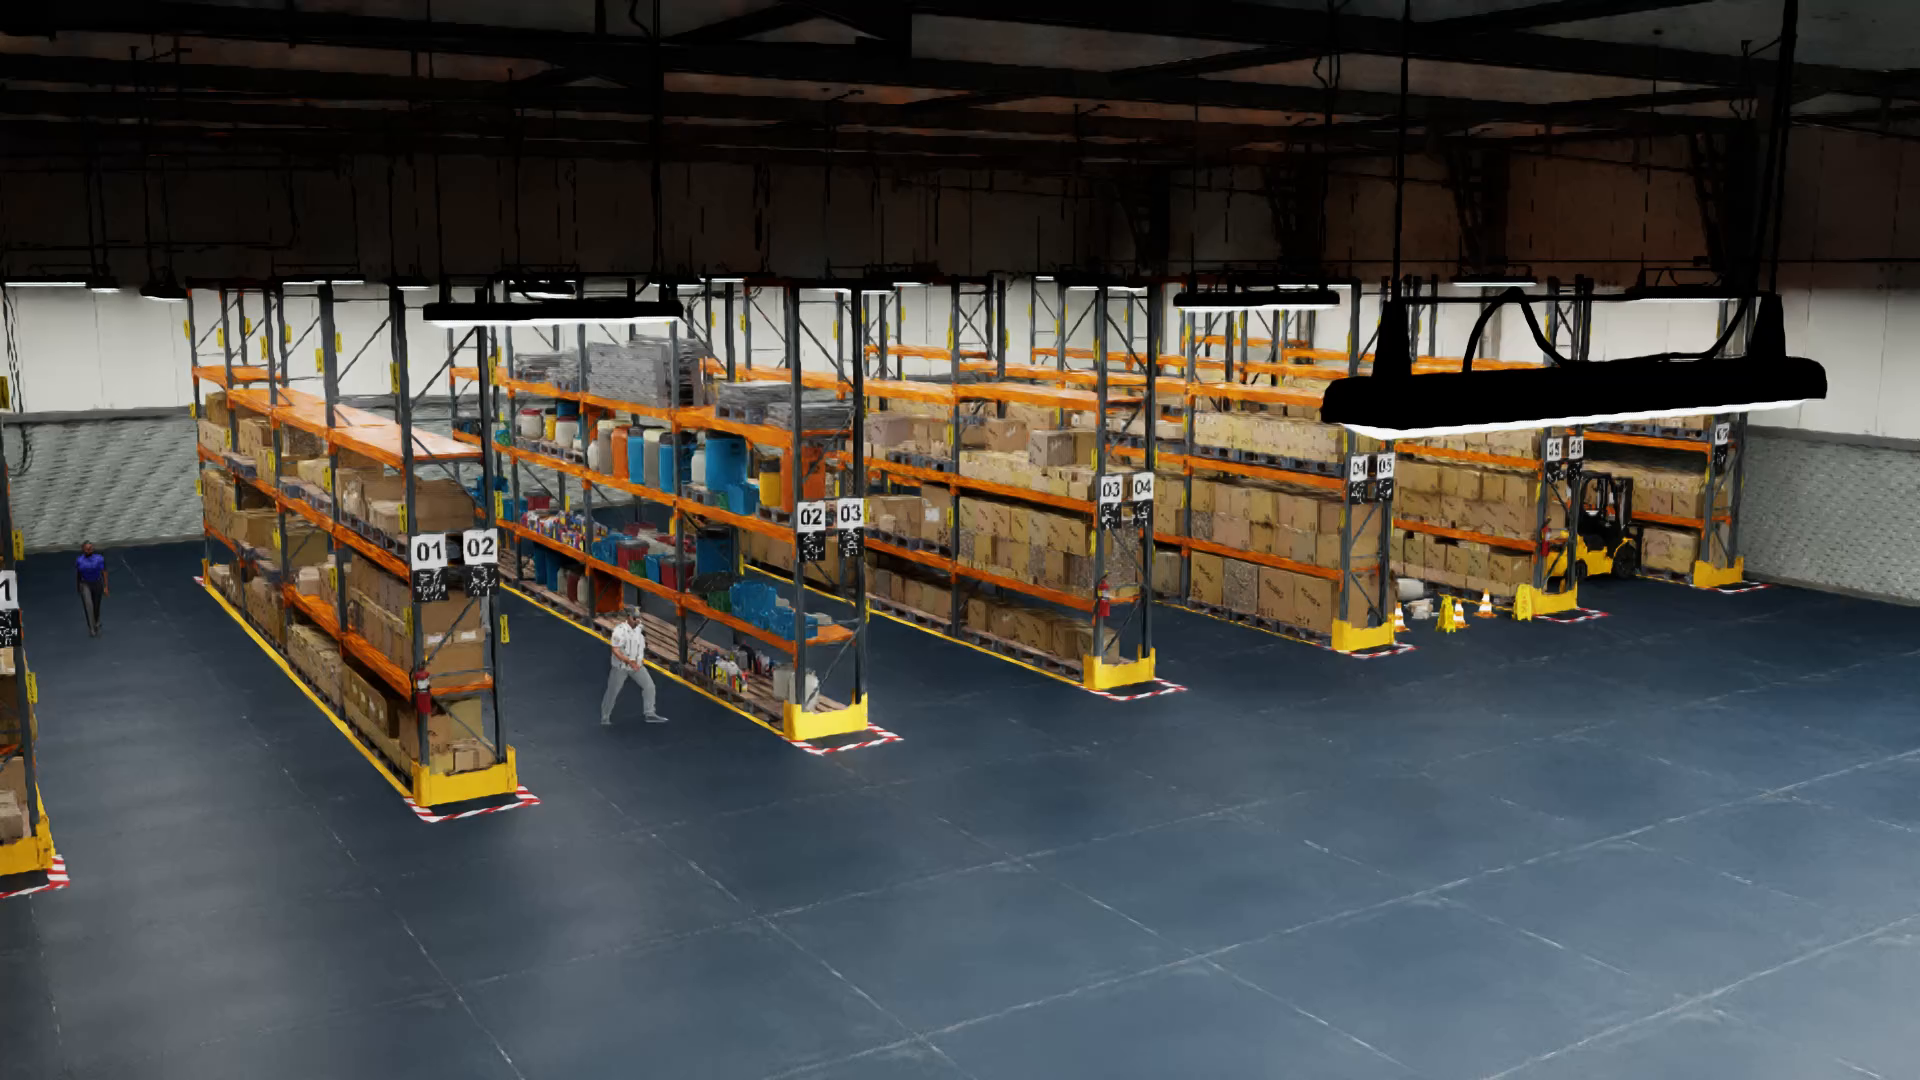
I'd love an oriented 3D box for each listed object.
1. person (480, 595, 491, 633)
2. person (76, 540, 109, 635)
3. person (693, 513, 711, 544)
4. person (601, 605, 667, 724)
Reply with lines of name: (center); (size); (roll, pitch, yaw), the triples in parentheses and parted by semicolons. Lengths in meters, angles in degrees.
person: (-8.171, 0.740, 28.511); (0.537, 1.676, 0.416); (5, 11, 29)
person: (-14.859, 0.786, 28.493); (0.461, 1.596, 0.999); (-6, 11, -33)
person: (-4.594, 0.289, 29.577); (0.576, 1.658, 0.564); (0, 10, 0)
person: (-4.540, 1.697, 22.804); (0.851, 1.688, 0.701); (8, 13, 41)
